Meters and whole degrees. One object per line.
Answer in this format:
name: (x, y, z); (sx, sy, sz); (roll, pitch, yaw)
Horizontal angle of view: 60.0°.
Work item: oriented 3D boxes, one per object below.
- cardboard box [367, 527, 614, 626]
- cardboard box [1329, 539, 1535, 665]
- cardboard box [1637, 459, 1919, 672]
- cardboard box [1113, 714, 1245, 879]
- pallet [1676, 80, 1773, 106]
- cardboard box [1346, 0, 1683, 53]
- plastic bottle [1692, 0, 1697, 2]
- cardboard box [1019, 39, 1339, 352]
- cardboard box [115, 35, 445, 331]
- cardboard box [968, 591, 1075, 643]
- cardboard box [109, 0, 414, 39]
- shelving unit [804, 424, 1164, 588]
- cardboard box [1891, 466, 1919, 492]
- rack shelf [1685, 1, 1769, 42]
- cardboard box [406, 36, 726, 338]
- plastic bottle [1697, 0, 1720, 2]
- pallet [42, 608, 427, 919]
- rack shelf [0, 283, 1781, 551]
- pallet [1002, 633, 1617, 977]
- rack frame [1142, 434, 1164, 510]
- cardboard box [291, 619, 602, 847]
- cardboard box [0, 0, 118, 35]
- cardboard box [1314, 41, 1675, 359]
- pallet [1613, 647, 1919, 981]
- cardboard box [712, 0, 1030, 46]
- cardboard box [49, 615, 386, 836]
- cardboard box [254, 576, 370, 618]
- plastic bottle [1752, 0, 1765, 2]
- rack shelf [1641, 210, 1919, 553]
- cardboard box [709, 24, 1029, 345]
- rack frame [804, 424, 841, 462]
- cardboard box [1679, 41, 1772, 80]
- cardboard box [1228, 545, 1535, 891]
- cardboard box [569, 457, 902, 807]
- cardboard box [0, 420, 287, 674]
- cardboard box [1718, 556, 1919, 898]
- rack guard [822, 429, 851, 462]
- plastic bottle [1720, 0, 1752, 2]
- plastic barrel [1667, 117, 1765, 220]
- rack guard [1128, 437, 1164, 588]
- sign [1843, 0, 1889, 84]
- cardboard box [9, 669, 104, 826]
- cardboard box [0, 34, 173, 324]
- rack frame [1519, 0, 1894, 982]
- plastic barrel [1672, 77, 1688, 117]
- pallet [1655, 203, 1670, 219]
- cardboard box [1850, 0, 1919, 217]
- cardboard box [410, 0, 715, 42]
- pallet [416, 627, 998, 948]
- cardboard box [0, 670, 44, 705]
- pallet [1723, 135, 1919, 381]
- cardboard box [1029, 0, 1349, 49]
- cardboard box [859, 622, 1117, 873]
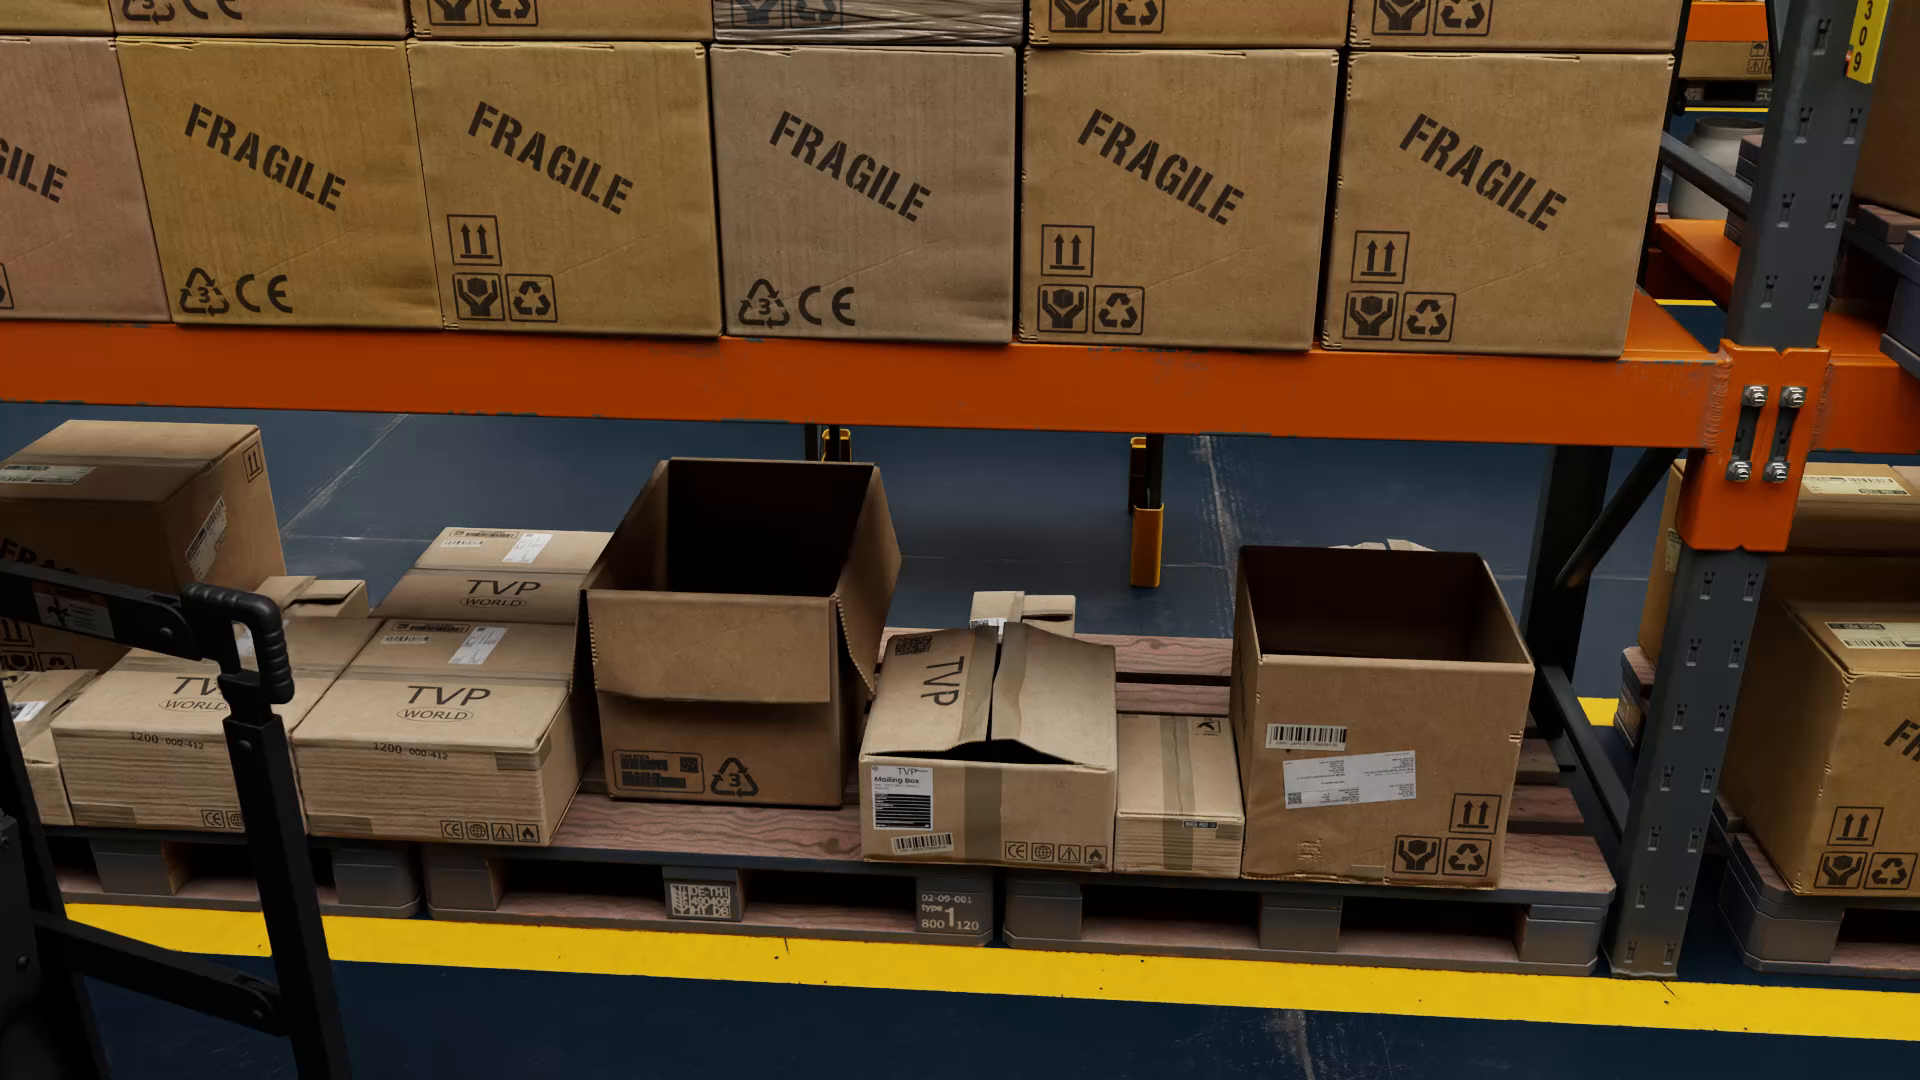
cardboard box: (-1.074, 0.190, 4.012); (0.500, 0.250, 0.500); (2, 25, 4)
cardboard box: (1.007, 0.229, 3.854); (0.500, 0.311, 0.500); (2, 25, 4)
cardboard box: (1.923, 0.143, 3.814); (0.500, 0.500, 0.500); (2, 25, 4)
cardboard box: (0.440, 0.519, 3.417); (0.250, 0.149, 0.380); (2, 25, 4)
pallet: (5.379, -3.479, 12.559); (1.213, 0.211, 1.003); (2, 25, 4)
cardboard box: (0.885, -1.097, 2.729); (0.500, 0.500, 0.500); (2, 25, 4)
plastic bottle: (3.147, -2.494, 7.229); (0.135, 0.276, 0.152); (2, 25, 4)
cardboard box: (0.377, -0.659, 2.975); (0.500, 0.500, 0.500); (3, 25, 5)
cardboard box: (-1.142, -0.707, 3.077); (0.500, 0.500, 0.500); (2, 25, 4)
cardboard box: (0.144, 0.271, 3.935); (0.250, 0.166, 0.380); (2, 25, 4)
cardboard box: (-1.137, -1.161, 2.868); (0.500, 0.500, 0.500); (2, 25, 5)
shelving unit: (0.076, -0.679, 4.931); (1.083, 1.500, 0.587); (2, 25, 4)
cardboard box: (2.415, 0.163, 3.772); (0.500, 0.500, 0.500); (2, 25, 4)
rack shelf: (3.786, -2.362, 7.656); (4.000, 0.370, 1.077); (2, 25, 4)
cardboard box: (-0.644, -0.690, 3.041); (0.500, 0.500, 0.500); (2, 25, 5)
plastic bottle: (3.261, -2.445, 7.212); (0.097, 0.201, 0.097); (0, 25, 0)
pallet: (-1.709, 0.478, 3.960); (1.213, 0.211, 1.003); (2, 25, 4)
rack shelf: (-0.585, -0.426, 3.448); (4.000, 0.370, 1.077); (2, 25, 4)
pallet: (0.724, 0.556, 3.790); (1.213, 0.211, 1.003); (2, 25, 4)
rack frame: (0.592, -0.662, 4.895); (0.032, 1.500, 0.500); (2, 25, 4)
cardboard box: (-1.062, 0.400, 3.555); (0.500, 0.250, 0.500); (2, 25, 4)
cardboard box: (-1.635, -1.179, 2.908); (0.500, 0.500, 0.500); (2, 25, 5)
cardboard box: (0.891, -0.643, 2.940); (0.500, 0.500, 0.500); (2, 25, 5)
pallet: (2.223, 0.588, 3.719); (1.213, 0.211, 1.003); (2, 25, 4)
cardboard box: (-0.129, -1.128, 2.798); (0.500, 0.500, 0.500); (2, 25, 4)
cardboard box: (-1.561, 0.384, 3.590); (0.500, 0.250, 0.500); (2, 25, 4)
cardboard box: (-1.622, 0.236, 4.013); (0.250, 0.166, 0.380); (2, 25, 4)
plastic bottle: (3.492, -2.469, 7.181); (0.097, 0.271, 0.097); (0, 25, 0)
rack shelf: (3.403, -0.298, 3.170); (4.000, 0.370, 1.077); (2, 25, 4)
cardboard box: (-0.136, -0.675, 3.008); (0.500, 0.500, 0.500); (2, 25, 5)
rack frame: (-0.422, -0.695, 4.966); (0.032, 1.500, 0.500); (2, 25, 4)
cardboard box: (5.473, -3.946, 12.276); (0.875, 0.875, 1.225); (1, 25, 2)
cardboard box: (0.819, 0.347, 3.372); (0.500, 0.500, 0.500); (2, 25, 4)
cardboard box: (-0.465, 0.187, 3.714); (0.637, 0.503, 0.797); (2, 25, 4)
cardboard box: (-2.018, 0.034, 4.053); (0.500, 0.500, 0.500); (2, 25, 4)
cardboard box: (1.872, 0.364, 3.335); (0.500, 0.500, 0.500); (1, 25, 2)
rack guard: (-0.421, -0.127, 5.227); (0.087, 0.250, 0.587); (2, 25, 4)
plastic bottle: (3.379, -2.486, 7.213); (0.135, 0.276, 0.152); (2, 25, 4)
plastic barrel: (3.595, -1.711, 7.854); (0.421, 0.512, 0.421); (0, 25, 0)
rack guard: (0.573, -0.095, 5.158); (0.087, 0.250, 0.587); (2, 25, 4)
sign: (1.375, -0.856, 2.485); (0.005, 0.325, 0.100); (2, 25, 4)
cardboard box: (-1.939, 0.435, 3.579); (0.250, 0.166, 0.380); (2, 25, 4)
cardboard box: (-1.642, -0.724, 3.115); (0.500, 0.500, 0.500); (2, 25, 3)
rack frame: (1.409, -0.689, 3.158); (0.127, 3.000, 1.000); (2, 25, 4)
plastic barrel: (3.039, -1.944, 7.893); (0.708, 0.901, 0.600); (2, 25, 4)
pallet: (3.778, -1.406, 8.054); (1.213, 0.211, 1.003); (2, 25, 4)
cardboard box: (1.864, -0.817, 2.814); (0.500, 0.500, 0.700); (-6, 25, -14)
cardboard box: (-0.630, -1.145, 2.834); (0.500, 0.500, 0.500); (2, 25, 4)
pallet: (-0.496, 0.518, 3.873); (1.213, 0.211, 1.003); (2, 25, 4)
cardboard box: (-2.188, 0.435, 3.600); (0.250, 0.149, 0.380); (2, 25, 4)
pallet: (2.197, -0.531, 3.044); (1.213, 0.211, 1.003); (2, 25, 4)
cardboard box: (0.374, -1.112, 2.762); (0.500, 0.500, 0.500); (1, 25, 3)
cardboard box: (0.071, 0.409, 3.463); (0.500, 0.311, 0.500); (2, 25, 4)
